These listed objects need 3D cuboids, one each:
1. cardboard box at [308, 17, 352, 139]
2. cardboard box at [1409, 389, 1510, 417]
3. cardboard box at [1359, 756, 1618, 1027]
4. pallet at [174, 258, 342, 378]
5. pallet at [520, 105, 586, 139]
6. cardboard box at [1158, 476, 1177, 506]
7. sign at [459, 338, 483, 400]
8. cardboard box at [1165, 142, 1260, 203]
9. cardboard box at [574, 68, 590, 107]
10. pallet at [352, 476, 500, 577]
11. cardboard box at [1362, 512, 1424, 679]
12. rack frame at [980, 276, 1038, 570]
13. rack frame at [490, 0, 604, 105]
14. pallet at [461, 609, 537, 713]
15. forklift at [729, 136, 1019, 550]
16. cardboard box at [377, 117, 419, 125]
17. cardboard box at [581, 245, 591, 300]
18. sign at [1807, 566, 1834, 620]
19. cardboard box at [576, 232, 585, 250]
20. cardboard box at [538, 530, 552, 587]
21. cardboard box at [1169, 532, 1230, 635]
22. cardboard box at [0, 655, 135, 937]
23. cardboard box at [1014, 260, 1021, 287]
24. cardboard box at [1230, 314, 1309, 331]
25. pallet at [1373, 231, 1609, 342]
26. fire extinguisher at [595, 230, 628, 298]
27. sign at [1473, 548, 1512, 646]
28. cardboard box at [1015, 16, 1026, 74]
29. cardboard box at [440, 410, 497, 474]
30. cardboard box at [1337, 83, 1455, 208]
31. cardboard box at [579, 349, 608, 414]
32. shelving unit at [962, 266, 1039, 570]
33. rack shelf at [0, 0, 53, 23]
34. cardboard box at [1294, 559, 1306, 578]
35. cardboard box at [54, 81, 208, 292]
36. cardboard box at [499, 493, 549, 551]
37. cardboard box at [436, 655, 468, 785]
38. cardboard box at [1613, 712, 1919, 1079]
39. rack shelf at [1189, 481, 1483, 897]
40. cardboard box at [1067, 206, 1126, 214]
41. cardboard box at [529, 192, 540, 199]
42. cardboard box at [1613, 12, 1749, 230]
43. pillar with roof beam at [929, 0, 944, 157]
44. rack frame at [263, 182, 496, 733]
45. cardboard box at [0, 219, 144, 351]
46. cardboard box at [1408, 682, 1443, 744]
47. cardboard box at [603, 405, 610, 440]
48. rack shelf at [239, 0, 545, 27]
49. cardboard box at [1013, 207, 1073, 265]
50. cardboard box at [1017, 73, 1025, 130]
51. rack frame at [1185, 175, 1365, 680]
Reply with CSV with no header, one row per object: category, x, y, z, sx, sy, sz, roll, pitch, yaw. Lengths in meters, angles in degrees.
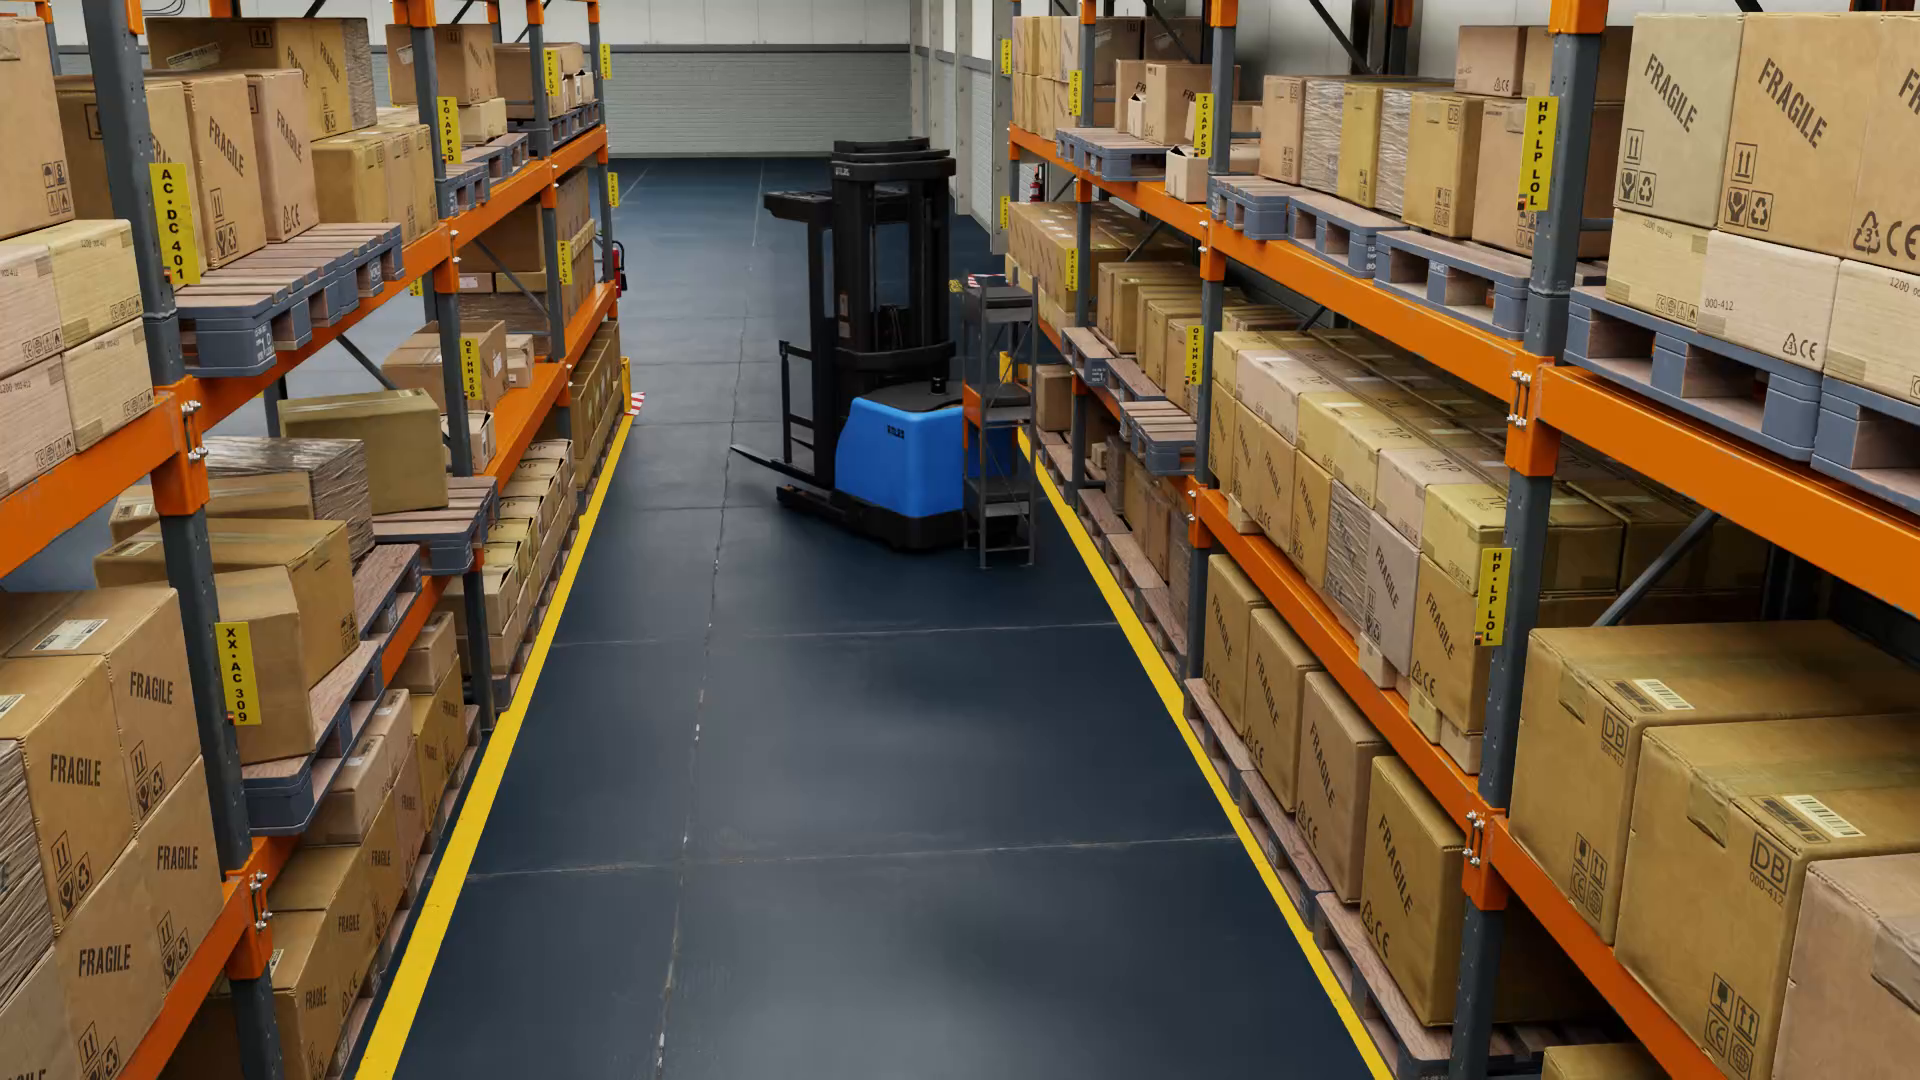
cardboard box,-3.013,-2.034,7.304,0.500,0.500,0.500,-2,18,-6
cardboard box,2.280,-0.485,7.266,0.500,0.250,0.500,-2,18,-7
cardboard box,2.039,1.313,6.375,0.750,0.750,0.750,-2,17,-5
pallet,-2.689,-0.706,5.225,1.213,0.211,1.003,-2,18,-6
pallet,-3.753,-3.557,14.139,1.003,0.211,1.213,-2,18,-6
cardboard box,1.642,-0.427,11.217,0.500,0.250,0.500,-2,18,-6
sign,-2.566,-0.894,8.717,0.100,0.325,0.005,-2,18,-6
cardboard box,1.480,-2.119,9.525,0.500,0.311,0.500,-2,18,-6
cardboard box,-3.491,-3.899,14.294,0.500,0.311,0.500,0,17,1
pallet,-2.965,-0.069,8.209,1.213,0.211,1.003,-2,18,-6
cardboard box,1.874,0.197,6.345,0.500,0.500,0.500,-2,18,-5
rack frame,0.342,-0.801,11.723,0.400,2.100,0.015,-4,18,-14
rack frame,-3.930,-5.606,15.510,1.000,3.000,0.127,-2,18,-6
pallet,-3.150,0.724,10.019,1.003,0.211,1.213,-2,18,-6
forklift,-0.837,-1.706,13.217,1.130,2.935,3.031,-13,22,-35
cardboard box,-3.279,-2.209,9.248,0.500,0.250,0.500,-1,17,-4
cardboard box,-3.835,-2.496,15.451,0.700,0.500,0.500,-1,17,-4
sign,2.787,0.209,5.426,0.100,0.325,0.005,-2,18,-6
cardboard box,-3.594,-2.686,14.974,0.380,0.149,0.250,-1,17,-4
cardboard box,-3.031,0.129,11.148,0.500,0.250,0.500,-1,17,-5
cardboard box,1.696,0.255,10.294,0.700,0.500,0.500,-2,17,-5
cardboard box,-2.327,0.602,3.915,0.500,0.500,0.500,-2,18,-7
cardboard box,0.800,-2.526,15.933,0.500,0.250,0.500,-2,18,-7
cardboard box,1.757,-1.183,9.454,0.380,0.149,0.250,-4,18,-13
pallet,2.091,-0.934,5.956,0.805,0.209,1.217,-2,18,-8
fire extinguisher,-3.480,-2.756,16.578,0.296,0.674,0.183,-2,18,-6
sign,1.696,0.182,5.287,0.100,0.325,0.005,-2,18,-6
cardboard box,0.797,-4.590,15.412,0.500,0.500,0.500,-2,18,-6
cardboard box,-3.004,-0.590,9.698,0.500,0.311,0.500,-2,18,-6
cardboard box,2.081,-1.739,7.299,0.700,0.500,0.500,-1,17,-3
cardboard box,-3.410,-1.393,14.743,0.500,0.500,0.500,-2,18,-6
shelving unit,0.281,-0.872,11.949,0.431,2.100,0.503,-4,18,-14
rack shelf,-8.651,-4.324,13.296,1.077,0.370,4.000,-2,18,-6
cardboard box,1.787,0.084,7.789,0.380,0.149,0.250,-2,17,-5
cardboard box,-2.670,-1.048,4.964,0.600,0.600,0.600,-3,18,-11
cardboard box,-3.033,-0.143,11.077,0.500,0.311,0.500,-2,18,-6
cardboard box,-2.774,0.894,8.261,0.500,0.500,0.500,-1,17,-3
cardboard box,2.345,0.914,4.257,0.980,0.700,0.700,-2,18,-7
rack shelf,2.029,0.425,7.517,1.077,0.370,4.000,-2,18,-6
cardboard box,1.300,-2.909,15.902,0.500,0.500,0.500,-2,17,-5
cardboard box,-3.622,-2.501,13.303,0.700,0.500,0.500,-2,18,-6
cardboard box,2.030,-1.067,4.190,0.500,0.500,0.500,-2,18,-6
pillar with roof beam,-4.827,-12.596,37.774,9.100,9.000,0.400,-2,18,-6
rack frame,-3.104,-0.360,8.817,1.000,3.000,0.127,-2,18,-6
cardboard box,-2.372,-0.630,4.084,0.500,0.250,0.500,-2,18,-6
cardboard box,1.869,0.621,6.076,0.380,0.149,0.250,-1,17,-5
cardboard box,-3.414,-1.035,14.855,0.500,0.250,0.500,-2,18,-6
rack shelf,-3.311,-3.284,9.984,1.077,0.370,4.000,-2,18,-6
cardboard box,0.789,-2.895,15.854,0.500,0.500,0.500,-2,18,-5
cardboard box,0.803,-4.118,15.577,0.500,0.500,0.500,-1,17,-2
rack frame,1.822,-0.514,9.308,1.000,3.000,0.127,-2,18,-6
